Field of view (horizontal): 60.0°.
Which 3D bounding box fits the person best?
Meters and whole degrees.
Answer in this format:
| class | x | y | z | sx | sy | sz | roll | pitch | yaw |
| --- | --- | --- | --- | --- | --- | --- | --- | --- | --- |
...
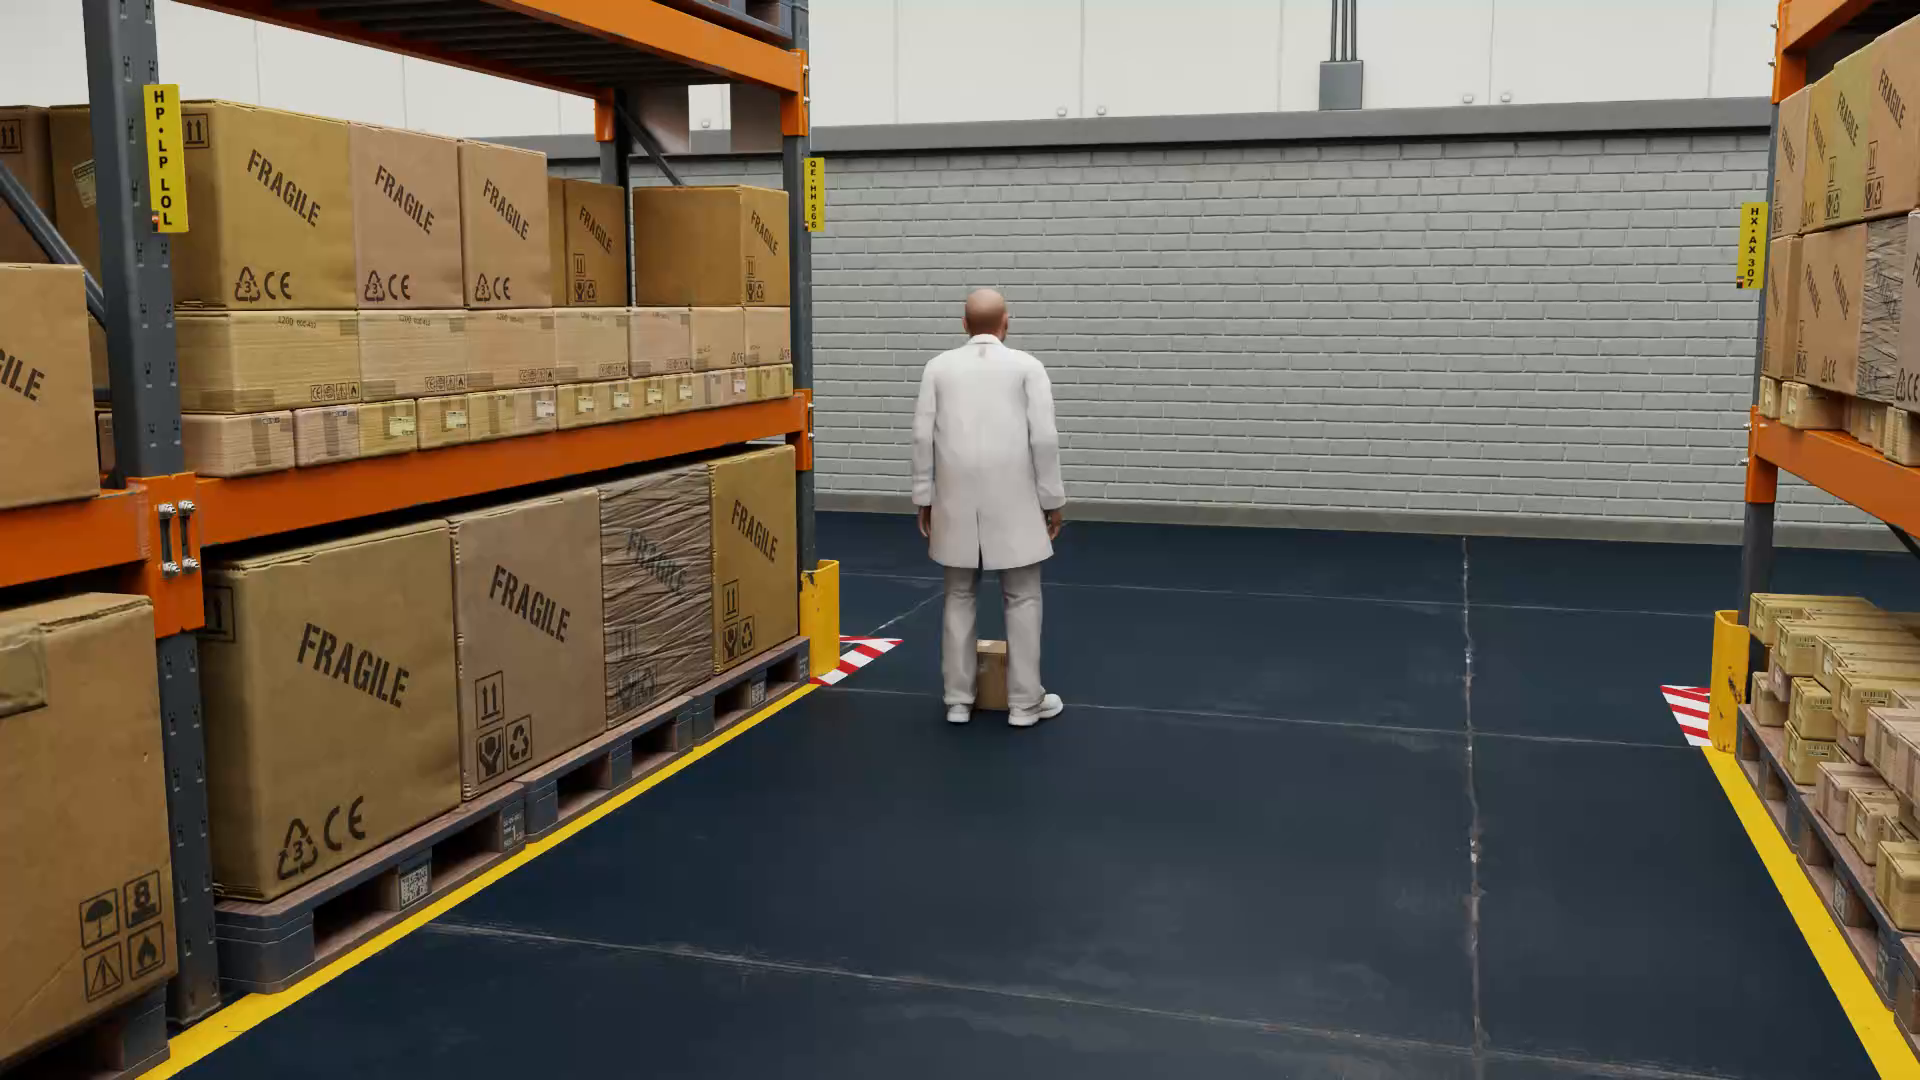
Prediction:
| class | x | y | z | sx | sy | sz | roll | pitch | yaw |
| --- | --- | --- | --- | --- | --- | --- | --- | --- | --- |
| person | 0.114 | -0.137 | 6.834 | 0.649 | 1.774 | 0.420 | 2 | 8 | 14 |
